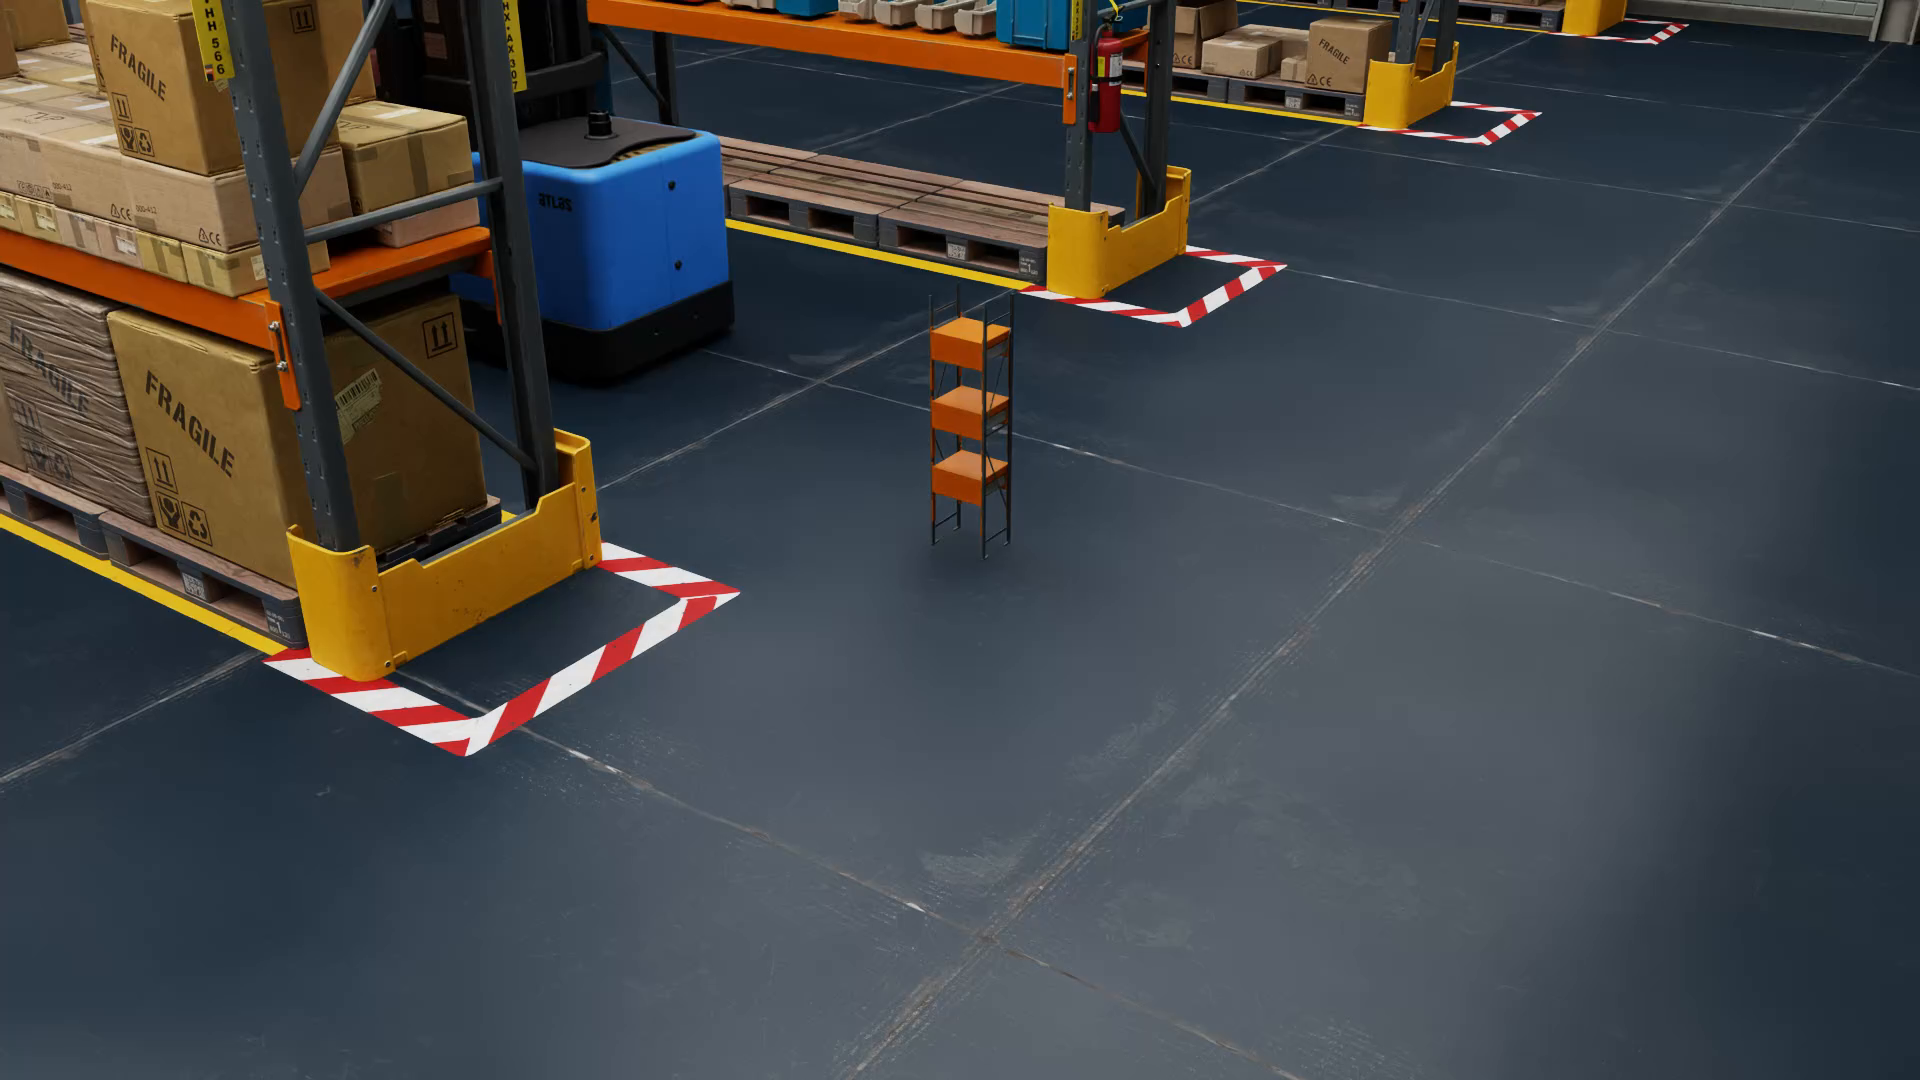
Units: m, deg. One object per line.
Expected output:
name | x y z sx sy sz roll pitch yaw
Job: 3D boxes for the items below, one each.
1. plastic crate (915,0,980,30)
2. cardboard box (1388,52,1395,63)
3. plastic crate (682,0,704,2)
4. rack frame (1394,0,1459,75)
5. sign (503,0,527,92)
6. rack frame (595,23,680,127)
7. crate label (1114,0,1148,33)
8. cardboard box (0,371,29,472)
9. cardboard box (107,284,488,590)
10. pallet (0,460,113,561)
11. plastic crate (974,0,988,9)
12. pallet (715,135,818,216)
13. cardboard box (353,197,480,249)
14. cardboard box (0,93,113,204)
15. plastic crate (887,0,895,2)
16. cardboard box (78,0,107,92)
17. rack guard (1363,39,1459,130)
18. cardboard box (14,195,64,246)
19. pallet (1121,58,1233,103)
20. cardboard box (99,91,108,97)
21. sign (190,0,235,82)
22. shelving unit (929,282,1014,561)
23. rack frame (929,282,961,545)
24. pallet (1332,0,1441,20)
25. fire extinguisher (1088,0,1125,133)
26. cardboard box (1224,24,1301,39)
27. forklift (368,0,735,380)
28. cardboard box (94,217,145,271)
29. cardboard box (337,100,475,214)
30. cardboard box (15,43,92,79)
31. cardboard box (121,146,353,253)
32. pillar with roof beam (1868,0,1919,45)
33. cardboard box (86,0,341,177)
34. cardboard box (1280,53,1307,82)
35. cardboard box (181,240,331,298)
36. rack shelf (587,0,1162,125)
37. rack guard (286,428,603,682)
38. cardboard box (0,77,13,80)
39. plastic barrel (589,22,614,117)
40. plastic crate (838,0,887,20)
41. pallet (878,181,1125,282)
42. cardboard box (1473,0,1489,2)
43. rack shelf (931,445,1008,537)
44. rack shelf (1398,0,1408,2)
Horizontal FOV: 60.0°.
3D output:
plastic crate | -0.087 -3.082 9.723 0.243 0.136 0.396 17 32 30
cardboard box | 3.575 -3.964 13.889 0.250 0.149 0.380 17 32 30
plastic crate | -1.785 -3.711 10.597 0.583 0.464 0.402 17 32 30
rack frame | 3.726 -4.802 12.879 0.127 3.000 1.000 17 32 30
sign | -1.567 -1.727 5.794 0.005 0.325 0.100 17 32 30
rack frame | -2.379 -3.978 11.260 0.127 3.000 1.000 17 32 30
crate label | 0.901 -3.090 9.633 0.303 0.233 0.416 17 32 30
cardboard box | -3.942 -0.936 7.162 0.875 0.875 0.875 17 32 30
cardboard box | -2.459 -0.474 6.254 0.875 0.875 0.875 17 32 30
pallet | -3.591 -0.346 7.198 1.213 0.211 1.003 17 32 30
plastic crate | 0.125 -3.334 10.220 0.298 0.136 0.250 17 32 30
pallet | -1.751 -2.561 11.550 1.213 0.211 1.003 17 32 30
cardboard box | -1.992 -1.202 6.082 0.250 0.149 0.380 18 32 31
cardboard box | -3.273 -1.452 6.132 0.500 0.250 0.500 16 31 29
plastic crate | -0.431 -3.505 10.449 0.300 0.233 0.416 17 32 30
cardboard box | -2.971 -1.983 6.350 0.500 0.500 0.500 16 31 29
rack guard | 3.663 -3.708 13.484 0.348 0.500 1.175 17 32 30
cardboard box | -3.208 -1.218 6.112 0.250 0.149 0.380 17 31 29
pallet | 2.004 -4.097 14.568 1.213 0.211 1.003 17 32 30
cardboard box | -2.973 -1.651 6.524 0.500 0.250 0.500 16 31 29
sign | -2.204 -1.522 4.895 0.005 0.325 0.100 17 32 30
shelving unit | 0.044 -0.454 6.485 0.252 1.050 0.215 17 32 30
rack frame | -0.056 -0.485 6.546 0.008 1.050 0.200 17 32 30
pallet | 4.823 -5.902 18.115 1.213 0.211 1.003 17 32 30
fire extinguisher | 0.786 -2.542 8.934 0.183 0.674 0.296 17 32 30
cardboard box | 2.614 -4.275 14.390 0.500 0.250 0.500 17 32 30
forklift | -2.720 -2.591 8.610 3.031 2.935 1.130 16 31 29
cardboard box | -2.788 -1.087 5.856 0.250 0.149 0.380 17 32 30
cardboard box | -2.129 -1.389 6.010 0.500 0.250 0.500 16 31 29
cardboard box | -3.822 -1.914 7.042 0.500 0.250 0.500 18 32 31
cardboard box | -2.435 -1.190 5.619 0.500 0.250 0.500 17 31 30
pillar with roof beam | 6.806 -7.349 11.270 0.400 9.000 9.100 17 32 30
cardboard box | -2.436 -1.526 5.453 0.500 0.500 0.500 18 32 31
cardboard box | 2.856 -3.921 13.786 0.250 0.166 0.380 17 32 30
cardboard box | -2.366 -0.956 5.598 0.250 0.149 0.380 18 32 31
rack shelf | -0.730 -3.144 10.414 4.000 0.370 1.077 17 32 30
rack guard | -1.866 0.021 6.158 0.348 0.500 1.175 17 32 30
cardboard box | -4.107 -1.713 6.647 0.500 0.250 0.500 18 32 32
plastic barrel | -2.817 -3.376 11.928 0.708 0.901 0.600 17 32 30
plastic crate | -0.585 -3.213 9.982 0.250 0.136 0.298 17 32 30
pallet | 0.261 -1.935 10.319 1.213 0.211 1.003 17 32 30
cardboard box | 5.481 -5.999 17.524 0.500 0.500 0.700 17 32 30
rack shelf | 0.044 -0.197 6.616 0.240 0.259 0.215 17 32 30
rack shelf | 2.077 -4.995 14.051 4.000 0.370 1.077 17 32 30
